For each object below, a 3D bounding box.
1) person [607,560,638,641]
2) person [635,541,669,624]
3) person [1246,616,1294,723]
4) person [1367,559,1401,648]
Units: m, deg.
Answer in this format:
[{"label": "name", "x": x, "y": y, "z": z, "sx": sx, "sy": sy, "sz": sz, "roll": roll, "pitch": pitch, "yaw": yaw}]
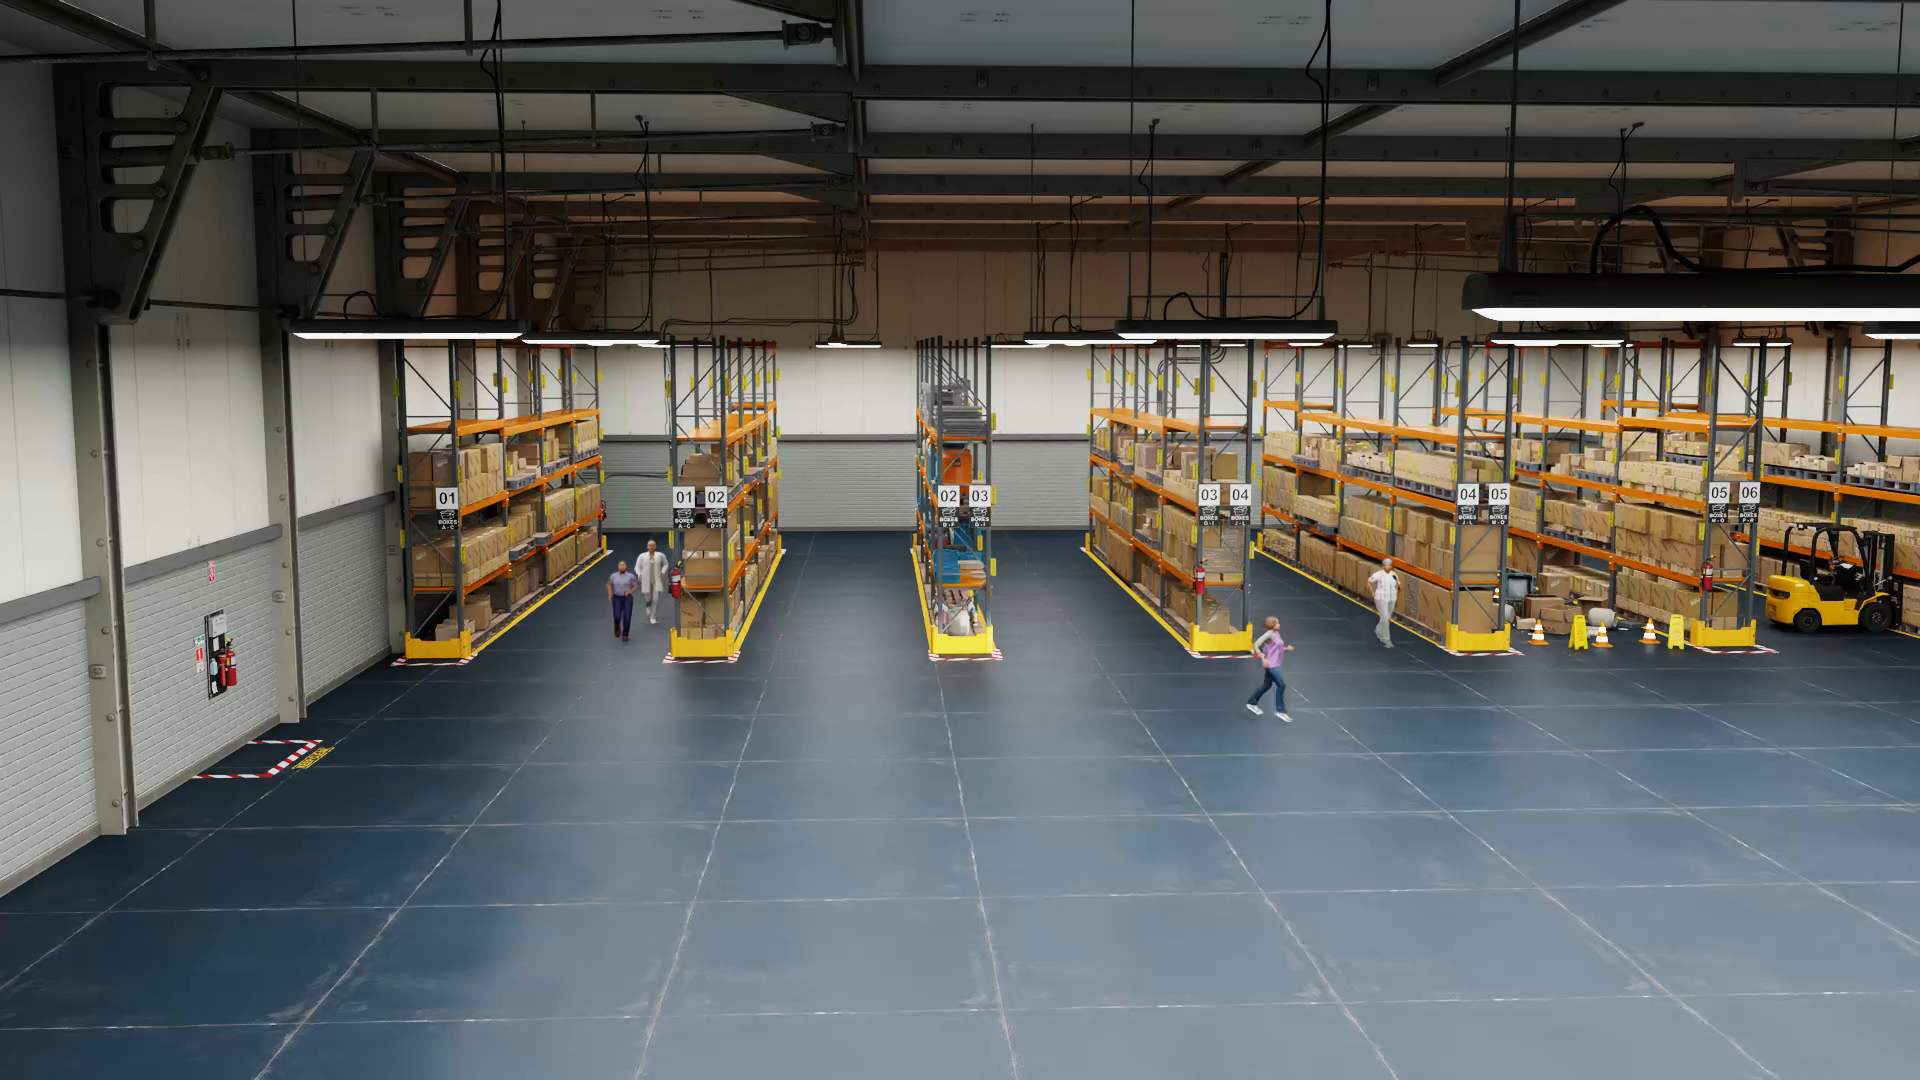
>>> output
[{"label": "person", "x": -6.656, "y": 1.213, "z": 32.792, "sx": 0.606, "sy": 1.581, "sz": 0.557, "roll": -1, "pitch": 7, "yaw": -11}, {"label": "person", "x": -6.502, "y": 0.878, "z": 35.153, "sx": 0.711, "sy": 1.743, "sz": 0.756, "roll": -1, "pitch": 7, "yaw": -12}, {"label": "person", "x": 4.819, "y": 1.987, "z": 25.828, "sx": 0.759, "sy": 1.632, "sz": 0.516, "roll": 3, "pitch": 7, "yaw": 23}, {"label": "person", "x": 8.308, "y": 1.202, "z": 32.461, "sx": 0.591, "sy": 1.695, "sz": 0.878, "roll": -2, "pitch": 7, "yaw": -18}]
